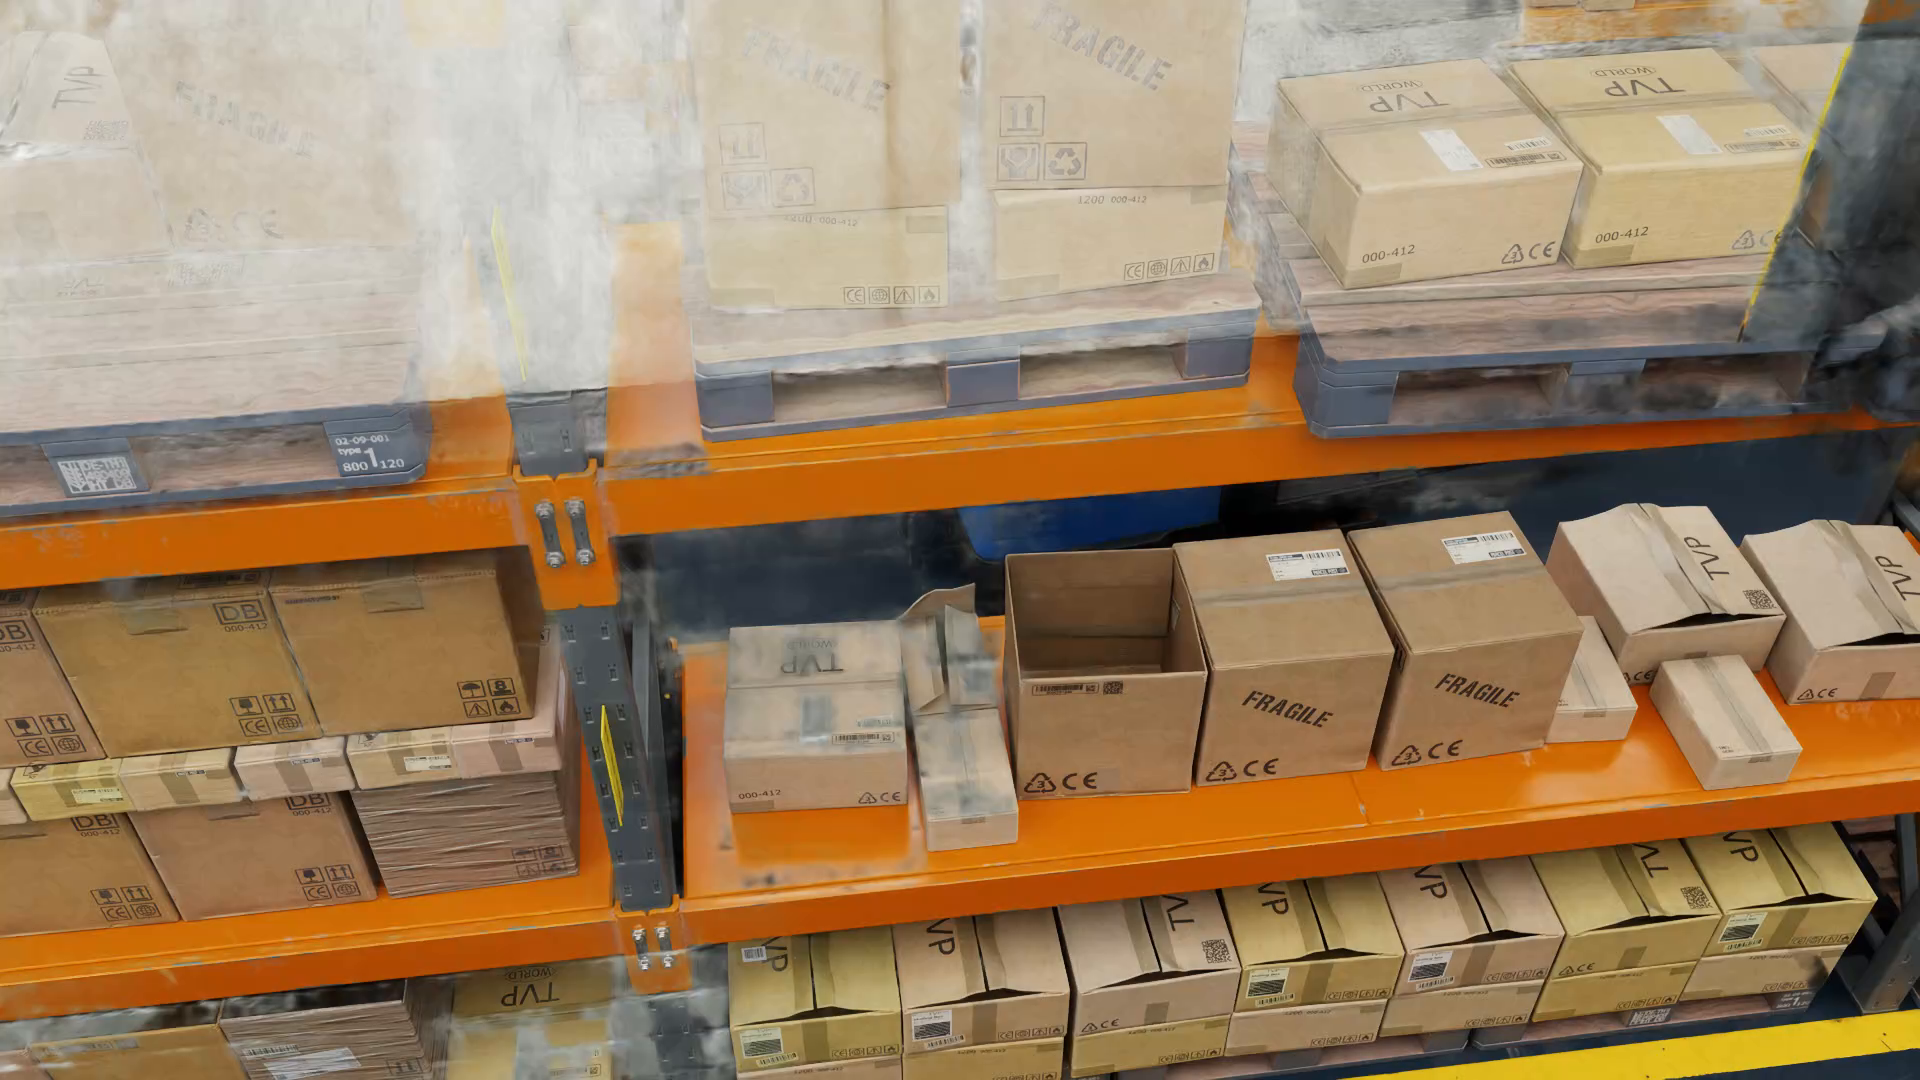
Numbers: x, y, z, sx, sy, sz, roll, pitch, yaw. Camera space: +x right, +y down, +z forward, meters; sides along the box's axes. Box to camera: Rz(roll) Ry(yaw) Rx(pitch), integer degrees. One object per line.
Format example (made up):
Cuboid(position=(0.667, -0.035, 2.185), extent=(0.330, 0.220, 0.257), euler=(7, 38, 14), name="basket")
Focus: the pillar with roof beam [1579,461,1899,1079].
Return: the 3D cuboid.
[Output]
Cuboid(position=(-4.366, -2.428, 3.439), extent=(0.400, 9.000, 9.100), euler=(-5, 42, -6), name="pillar with roof beam")
